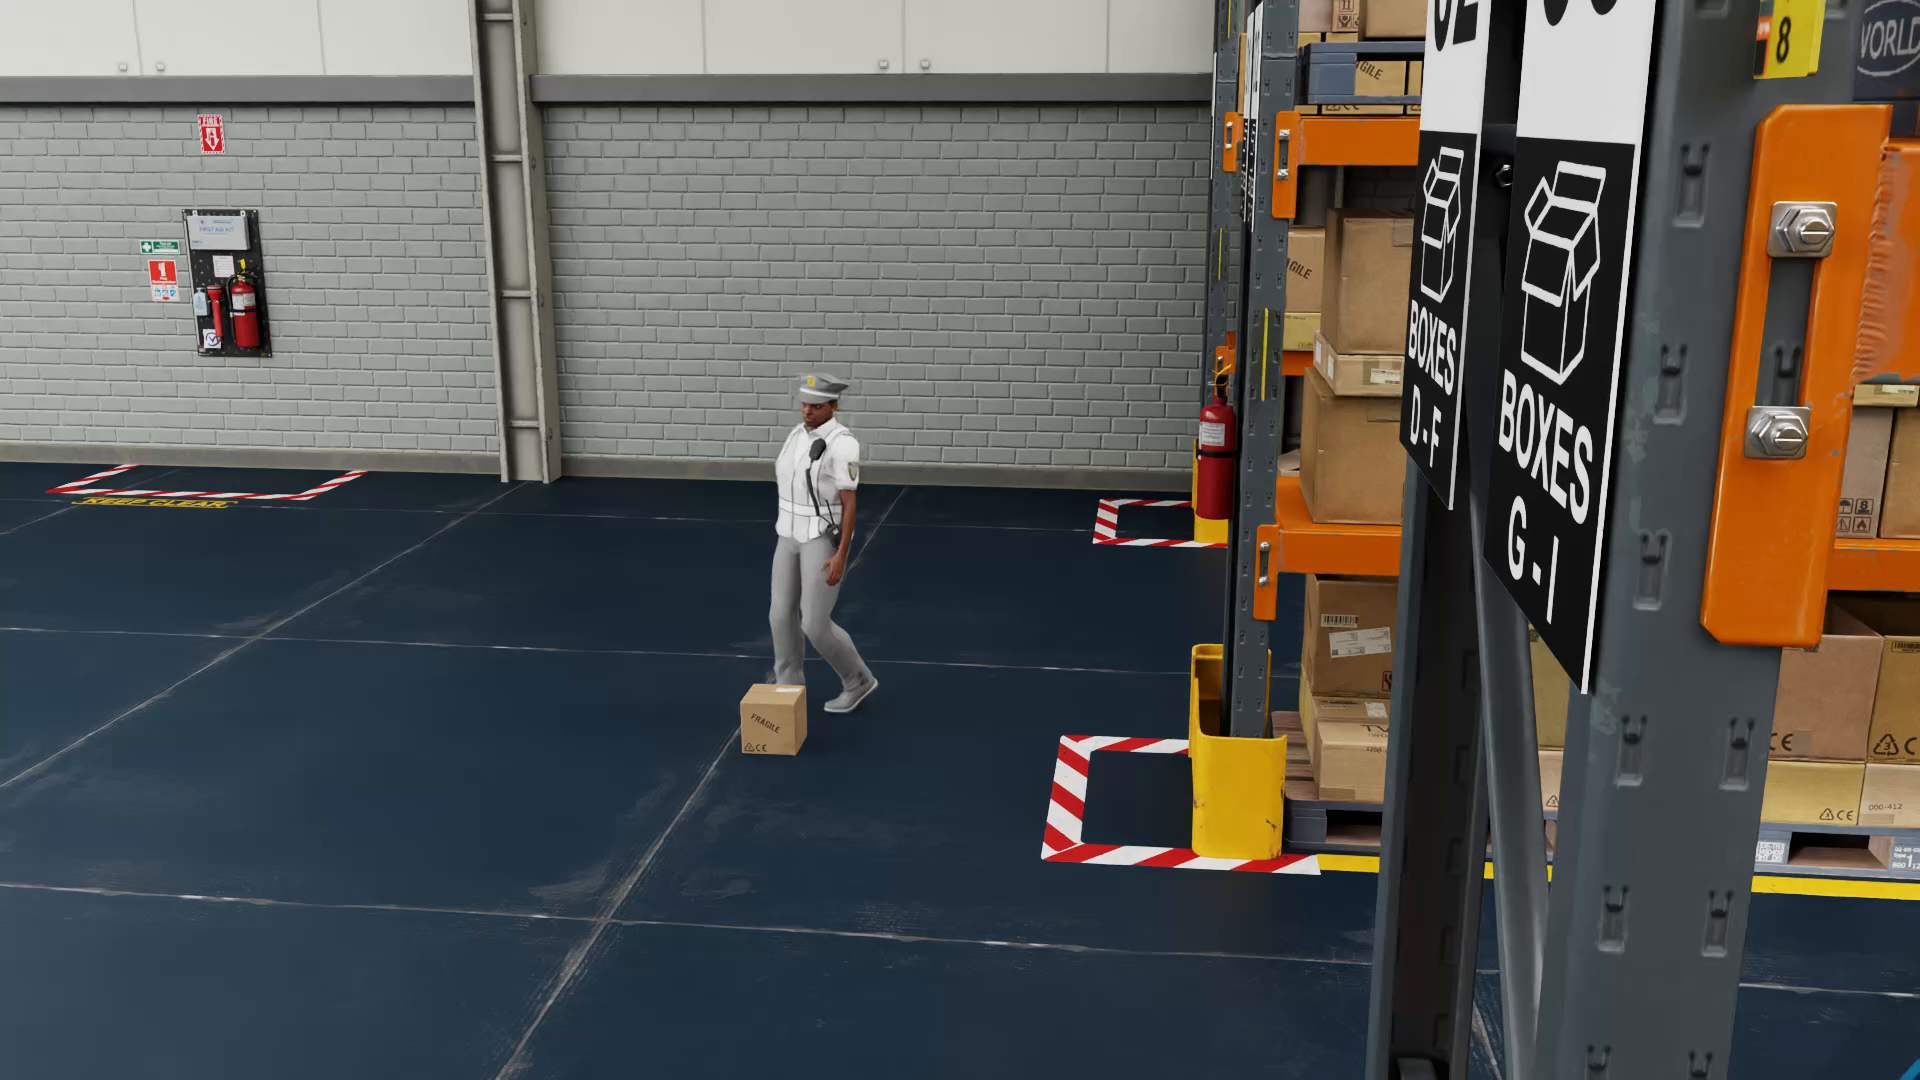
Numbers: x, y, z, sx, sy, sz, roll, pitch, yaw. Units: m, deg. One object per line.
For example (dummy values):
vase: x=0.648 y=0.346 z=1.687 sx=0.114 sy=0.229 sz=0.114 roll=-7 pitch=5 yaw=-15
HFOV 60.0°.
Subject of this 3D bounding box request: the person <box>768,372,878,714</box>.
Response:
person: x=-0.736 y=0.030 z=7.889 sx=0.473 sy=1.660 sz=0.489 roll=14 pitch=20 yaw=42
